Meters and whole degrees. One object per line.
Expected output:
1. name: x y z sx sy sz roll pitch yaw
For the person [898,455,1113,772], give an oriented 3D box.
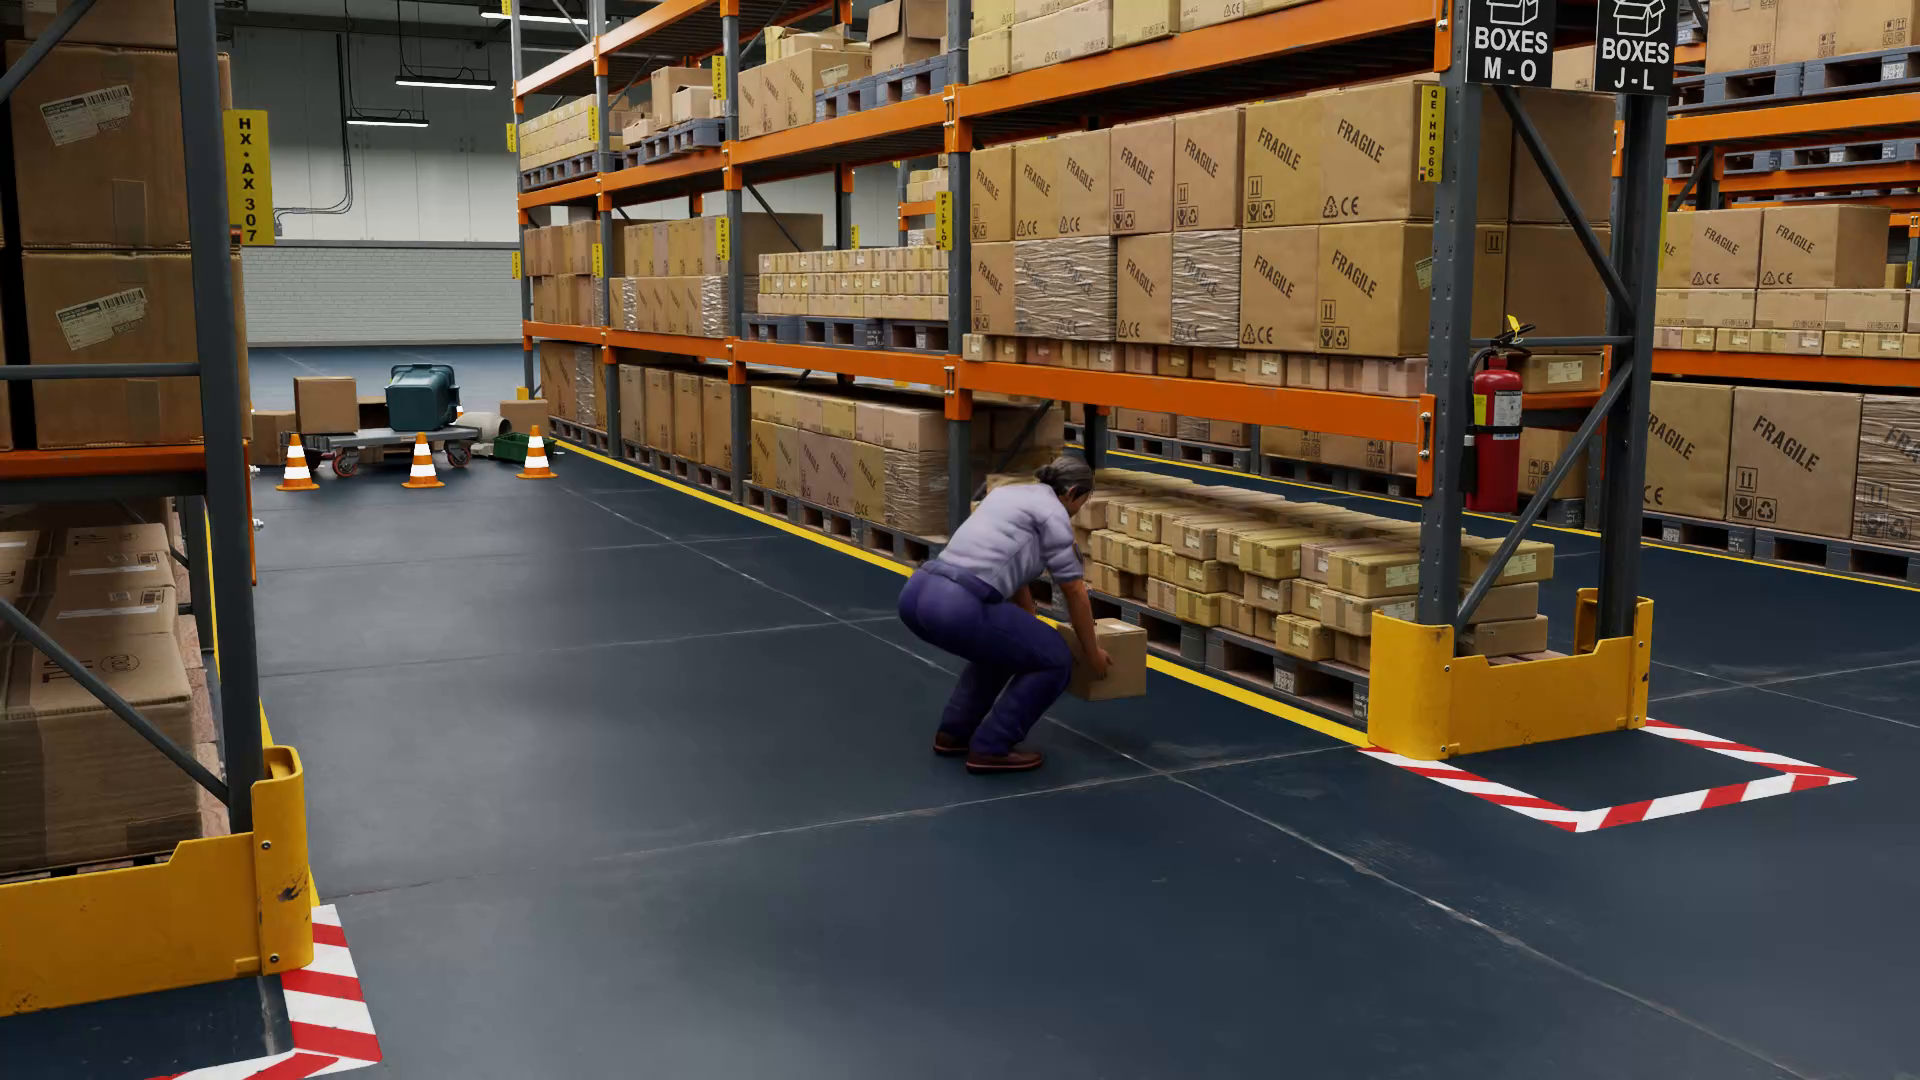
1. person: 0.152 0.255 6.066 0.769 1.099 0.537 -4 10 -26
